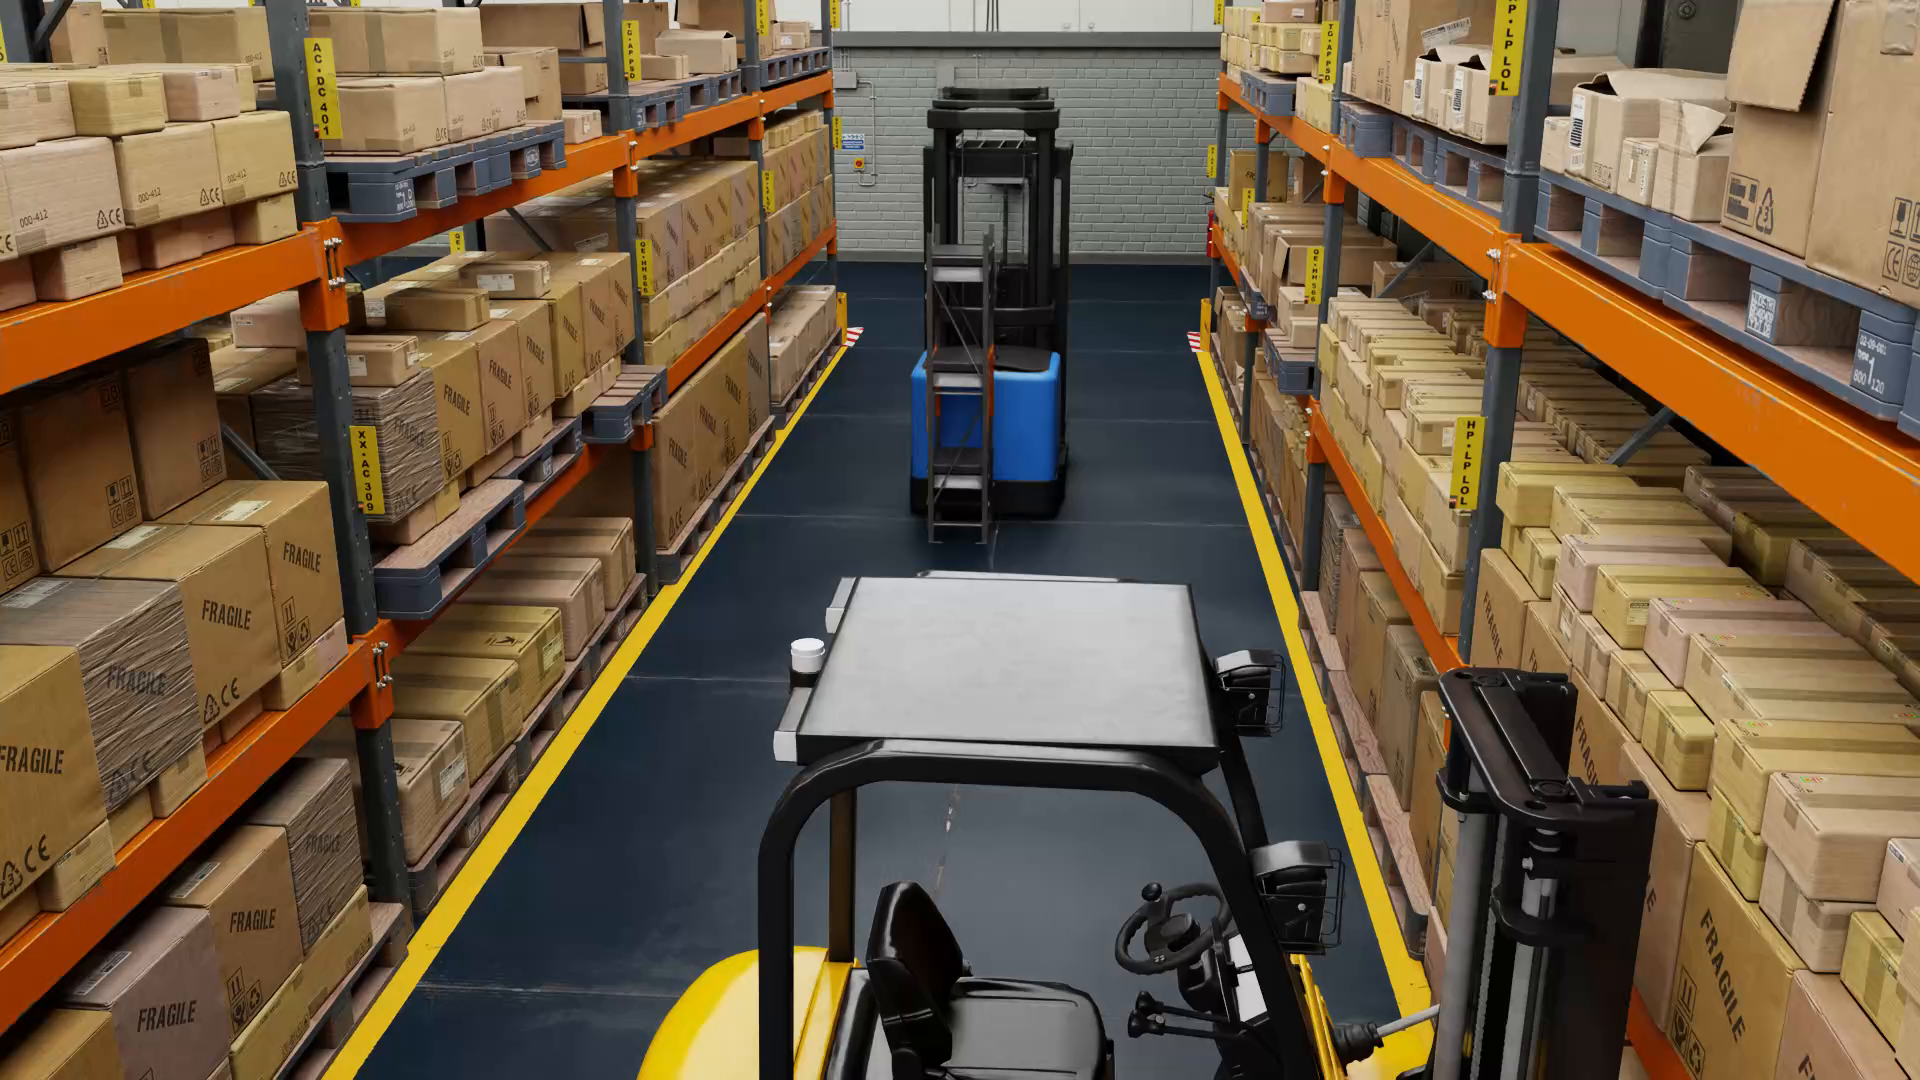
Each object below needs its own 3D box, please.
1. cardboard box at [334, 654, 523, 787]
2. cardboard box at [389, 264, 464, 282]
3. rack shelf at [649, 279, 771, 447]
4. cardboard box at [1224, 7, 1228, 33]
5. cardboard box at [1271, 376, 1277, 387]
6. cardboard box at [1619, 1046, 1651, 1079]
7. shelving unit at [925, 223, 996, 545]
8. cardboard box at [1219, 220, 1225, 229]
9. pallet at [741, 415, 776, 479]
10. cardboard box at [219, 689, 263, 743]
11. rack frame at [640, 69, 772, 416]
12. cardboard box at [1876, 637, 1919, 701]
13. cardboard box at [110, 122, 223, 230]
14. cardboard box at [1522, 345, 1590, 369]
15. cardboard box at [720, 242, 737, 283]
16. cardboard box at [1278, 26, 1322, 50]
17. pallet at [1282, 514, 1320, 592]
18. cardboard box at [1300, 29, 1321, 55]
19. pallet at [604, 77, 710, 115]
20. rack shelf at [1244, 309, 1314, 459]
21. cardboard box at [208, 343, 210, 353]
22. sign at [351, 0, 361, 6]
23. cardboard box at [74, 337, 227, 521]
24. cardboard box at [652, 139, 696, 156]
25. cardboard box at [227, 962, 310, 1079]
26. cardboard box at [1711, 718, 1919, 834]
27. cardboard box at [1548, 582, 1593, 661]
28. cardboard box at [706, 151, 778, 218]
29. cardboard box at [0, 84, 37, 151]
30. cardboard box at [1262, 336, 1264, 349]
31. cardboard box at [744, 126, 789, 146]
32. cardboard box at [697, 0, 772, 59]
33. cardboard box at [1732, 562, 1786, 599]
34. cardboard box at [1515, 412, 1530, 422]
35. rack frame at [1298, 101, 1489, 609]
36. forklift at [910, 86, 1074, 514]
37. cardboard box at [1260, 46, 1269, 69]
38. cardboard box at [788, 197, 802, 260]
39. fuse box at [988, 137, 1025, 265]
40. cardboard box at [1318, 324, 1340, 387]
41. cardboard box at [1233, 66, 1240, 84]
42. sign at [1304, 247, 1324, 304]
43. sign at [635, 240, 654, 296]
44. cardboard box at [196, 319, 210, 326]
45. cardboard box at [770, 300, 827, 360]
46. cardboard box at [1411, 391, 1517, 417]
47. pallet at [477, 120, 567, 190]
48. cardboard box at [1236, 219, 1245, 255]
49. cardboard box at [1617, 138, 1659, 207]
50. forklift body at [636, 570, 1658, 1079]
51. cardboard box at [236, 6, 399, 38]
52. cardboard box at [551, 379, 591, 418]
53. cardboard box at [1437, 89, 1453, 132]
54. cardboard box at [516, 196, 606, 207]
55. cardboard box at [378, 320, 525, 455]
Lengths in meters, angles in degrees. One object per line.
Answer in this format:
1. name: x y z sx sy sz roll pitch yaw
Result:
1. cardboard box: -2.594 0.814 7.668 0.950 0.372 0.625 2 18 7
2. cardboard box: -2.684 -1.183 8.904 0.500 0.500 0.500 2 18 7
3. rack shelf: -2.247 -1.371 11.945 1.077 0.370 4.000 1 18 4
4. cardboard box: 2.852 -5.067 16.214 0.500 0.250 0.500 1 18 3
5. cardboard box: 2.606 -1.271 12.783 0.380 0.149 0.250 0 18 1
6. cardboard box: 1.810 1.512 4.127 0.500 0.250 0.500 1 18 3
7. shelving unit: 0.007 -1.045 11.237 0.431 2.100 0.503 2 18 5
8. cardboard box: 2.837 -3.251 16.931 0.380 0.149 0.250 1 18 3
9. pallet: -2.084 -0.767 13.426 1.003 0.211 1.213 1 18 4
10. cardboard box: -2.504 0.534 5.380 0.380 0.149 0.250 1 18 4
11. rack frame: -2.104 -2.334 13.728 1.000 3.000 0.127 1 18 4
12. cardboard box: 2.379 0.344 3.875 0.380 0.149 0.250 2 18 5
13. cardboard box: -2.476 -1.045 4.740 0.500 0.250 0.500 1 18 3
14. cardboard box: 2.773 -0.833 7.945 0.380 0.149 0.250 1 18 3
15. cardboard box: -1.953 -2.041 12.274 0.500 0.250 0.500 2 18 5
16. cardboard box: 2.336 -3.356 11.122 0.380 0.149 0.250 1 18 4
17. pallet: 2.652 0.112 10.742 1.003 0.211 1.213 1 18 4
18. cardboard box: 2.383 -3.183 10.626 0.380 0.149 0.250 1 18 4
19. pallet: -2.320 -2.976 11.173 1.003 0.211 1.213 2 18 6
20. rack shelf: 2.704 -1.261 11.610 1.077 0.370 4.000 1 18 4
21. cardboard box: -6.817 -1.643 14.568 0.380 0.149 0.250 2 18 6
22. sign: -6.210 -5.483 17.099 0.100 0.325 0.005 1 18 4
23. cardboard box: -2.925 -0.381 5.526 0.700 0.500 0.500 1 18 3
24. cardboard box: -2.399 -3.267 13.770 0.380 0.149 0.250 1 18 3
25. cardboard box: -2.480 1.613 5.424 0.500 0.250 0.500 1 18 2
26. cardboard box: 1.794 0.491 3.427 0.380 0.149 0.250 2 18 5
27. cardboard box: 1.889 0.235 4.687 0.380 0.149 0.250 2 18 5
28. cardboard box: -1.828 -2.999 13.992 0.500 0.500 0.500 1 18 4
29. cardboard box: -2.508 -1.026 4.044 0.380 0.149 0.250 1 18 5
30. cardboard box: 2.617 -1.579 13.244 0.380 0.149 0.250 1 18 3
31. cardboard box: -1.717 -3.575 14.708 0.380 0.149 0.250 1 18 2
32. cardboard box: -1.852 -4.232 13.708 0.500 0.500 0.500 2 18 5
33. cardboard box: 2.496 0.171 4.882 0.380 0.149 0.250 2 18 5
34. cardboard box: 2.660 -0.373 7.181 0.500 0.250 0.500 1 18 3
35. rack frame: 2.560 -0.982 9.602 1.000 3.000 0.127 1 18 4
36. forklift: 0.295 -1.987 12.781 1.130 2.935 3.031 2 18 5
37. cardboard box: 2.352 -3.456 11.905 0.380 0.149 0.250 2 18 5
38. cardboard box: -1.727 -2.832 15.087 0.500 0.500 0.500 1 18 4
39. fuse box: 0.648 -4.623 22.785 0.539 1.711 0.414 1 18 4
40. cardboard box: 2.260 -1.016 9.146 0.500 0.250 0.500 1 18 4
41. cardboard box: 2.672 -4.205 15.024 0.380 0.149 0.250 1 18 4
42. sign: 2.018 -1.504 9.462 0.100 0.325 0.005 1 18 4
43. sign: -1.849 -1.595 9.741 0.100 0.325 0.005 1 18 4
44. cardboard box: -7.269 -1.980 15.595 0.380 0.149 0.250 0 18 1
45. cardboard box: -1.822 -2.067 16.353 0.875 0.438 0.875 2 18 5
46. cardboard box: 2.115 -0.526 7.010 0.380 0.149 0.250 1 18 3
47. pallet: -2.456 -1.697 7.269 1.213 0.211 1.003 1 18 4
48. cardboard box: 2.661 -2.614 14.346 0.500 0.250 0.500 1 18 4
49. cardboard box: 1.883 -0.921 4.169 0.380 0.149 0.250 2 18 6
50. forklift body: 0.303 1.276 4.073 2.313 2.155 1.214 1 18 4
51. cardboard box: -2.712 -2.141 7.085 0.500 0.250 0.500 2 18 5
52. cardboard box: -2.132 -0.737 8.583 0.380 0.149 0.250 2 18 5
53. cardboard box: 2.050 -1.641 6.365 0.380 0.149 0.250 1 18 4
54. cardboard box: -2.586 -1.940 10.760 0.500 0.500 0.500 2 18 5
55. cardboard box: -2.273 -0.686 7.386 0.500 0.500 0.500 1 18 4
